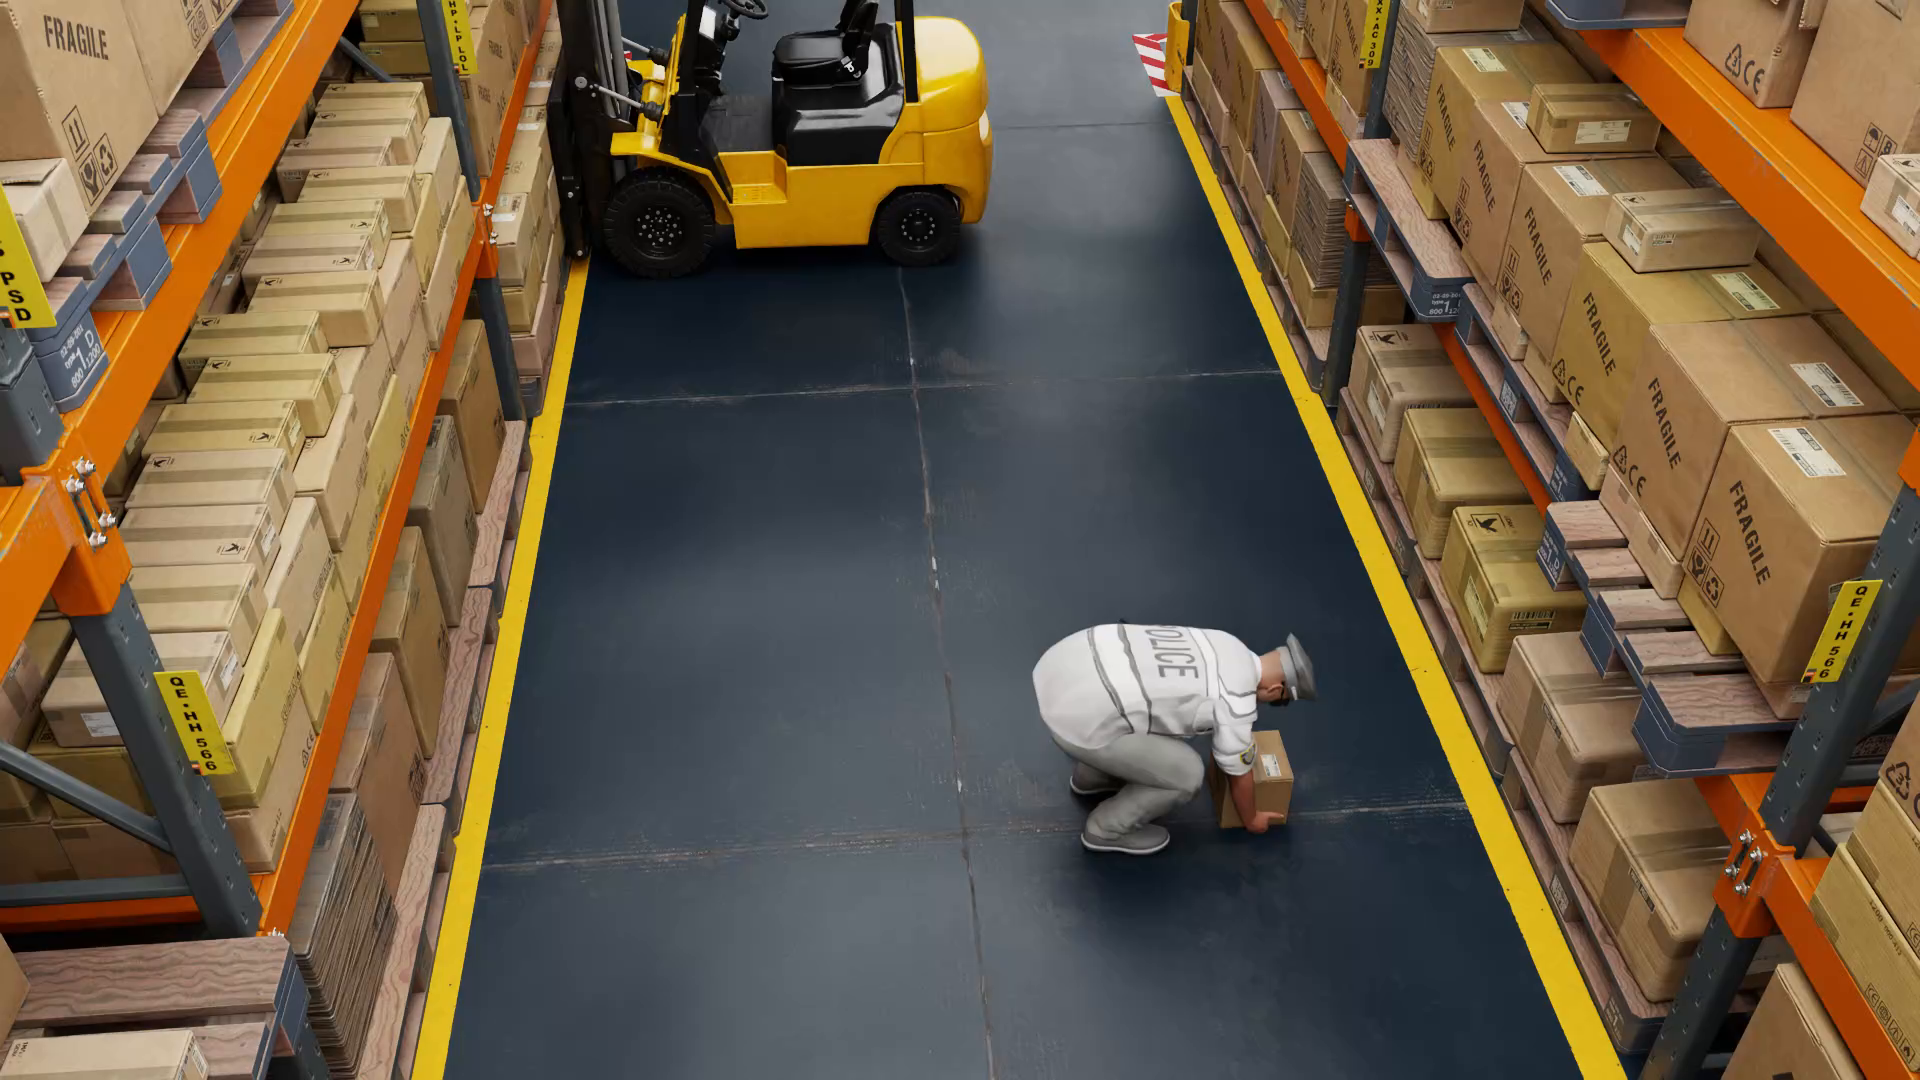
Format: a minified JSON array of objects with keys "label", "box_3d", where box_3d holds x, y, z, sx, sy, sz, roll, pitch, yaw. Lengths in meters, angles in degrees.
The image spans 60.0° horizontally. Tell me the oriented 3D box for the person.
[{"label":"person","box_3d":[0.775,0.683,6.017,1.030,0.890,0.545,-4,39,-6]}]
